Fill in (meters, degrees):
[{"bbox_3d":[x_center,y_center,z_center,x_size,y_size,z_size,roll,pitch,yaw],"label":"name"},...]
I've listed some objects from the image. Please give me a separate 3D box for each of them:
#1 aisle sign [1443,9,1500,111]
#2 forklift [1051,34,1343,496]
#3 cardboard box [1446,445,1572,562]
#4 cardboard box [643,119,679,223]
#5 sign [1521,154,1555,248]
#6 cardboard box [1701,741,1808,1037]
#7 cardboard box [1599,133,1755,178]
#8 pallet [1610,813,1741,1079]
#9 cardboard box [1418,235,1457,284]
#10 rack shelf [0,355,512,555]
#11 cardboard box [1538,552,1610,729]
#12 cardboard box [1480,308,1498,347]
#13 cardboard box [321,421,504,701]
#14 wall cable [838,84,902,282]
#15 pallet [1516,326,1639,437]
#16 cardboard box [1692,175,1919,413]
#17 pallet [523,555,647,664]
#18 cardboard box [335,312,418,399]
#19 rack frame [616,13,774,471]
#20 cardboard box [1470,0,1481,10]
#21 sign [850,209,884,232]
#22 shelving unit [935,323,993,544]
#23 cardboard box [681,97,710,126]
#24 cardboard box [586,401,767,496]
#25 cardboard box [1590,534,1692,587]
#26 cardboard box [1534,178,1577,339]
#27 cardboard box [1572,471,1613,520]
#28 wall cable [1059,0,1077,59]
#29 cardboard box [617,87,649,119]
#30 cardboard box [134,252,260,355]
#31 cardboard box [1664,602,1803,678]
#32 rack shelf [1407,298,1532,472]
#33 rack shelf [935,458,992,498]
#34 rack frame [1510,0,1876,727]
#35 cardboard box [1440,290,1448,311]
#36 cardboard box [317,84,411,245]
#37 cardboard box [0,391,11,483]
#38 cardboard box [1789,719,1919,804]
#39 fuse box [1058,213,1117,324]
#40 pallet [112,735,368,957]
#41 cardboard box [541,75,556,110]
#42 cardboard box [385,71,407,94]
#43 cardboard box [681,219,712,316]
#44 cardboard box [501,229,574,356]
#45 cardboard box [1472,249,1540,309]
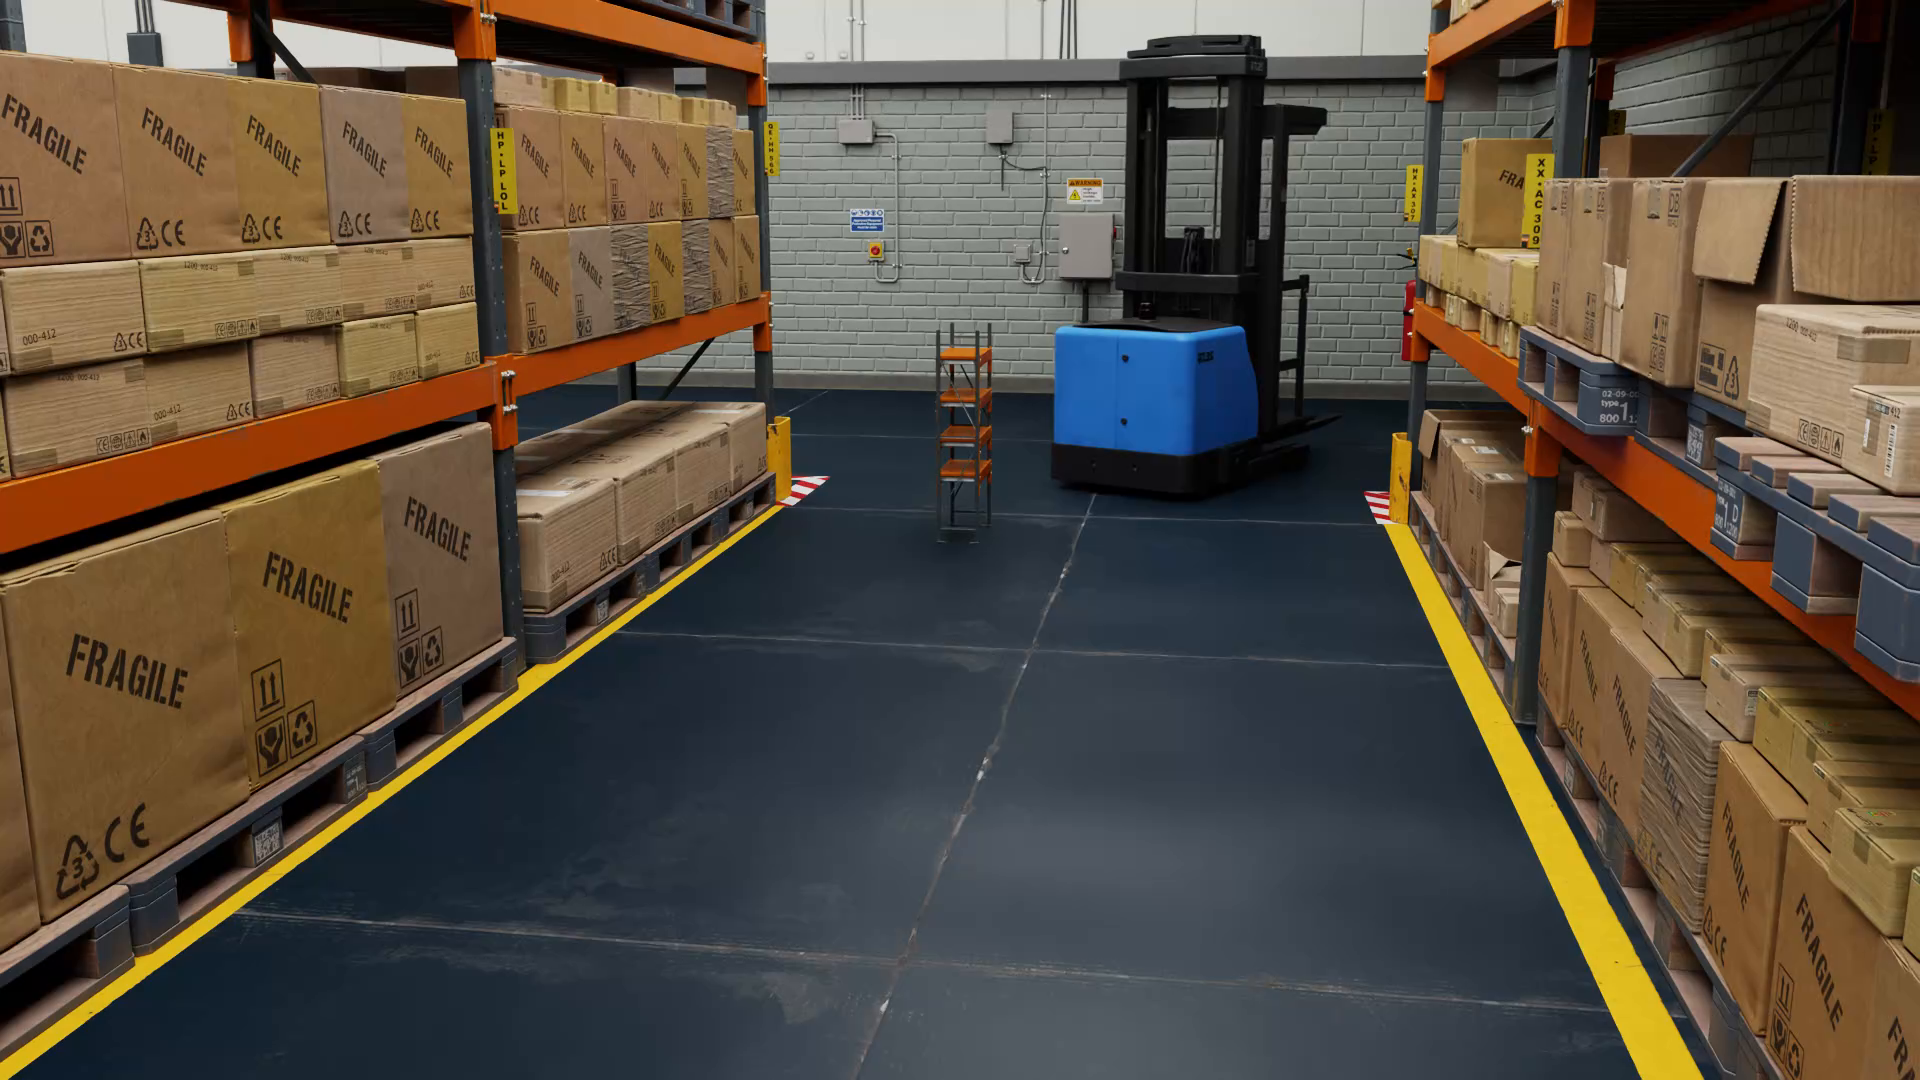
[{"bbox_3d":[2.925,-2.890,9.614,0.394,0.787,0.004,2,12,9],"label":"aisle sign"},{"bbox_3d":[1.856,-1.973,11.689,1.130,2.935,3.031,8,15,34],"label":"forklift"},{"bbox_3d":[2.667,-0.171,8.105,0.500,0.500,0.500,2,12,10],"label":"cardboard box"},{"bbox_3d":[-1.749,-1.868,8.431,0.500,0.500,0.500,2,12,8],"label":"cardboard box"},{"bbox_3d":[2.052,-1.202,5.897,0.100,0.325,0.005,2,12,9],"label":"sign"},{"bbox_3d":[1.992,0.778,3.698,0.500,0.500,0.500,2,12,11],"label":"cardboard box"},{"bbox_3d":[3.082,-1.503,7.218,0.500,0.500,0.500,2,12,7],"label":"cardboard box"},{"bbox_3d":[2.317,1.025,4.235,1.003,0.211,1.213,2,12,9],"label":"pallet"},{"bbox_3d":[2.869,-1.582,9.365,0.500,0.250,0.500,2,12,9],"label":"cardboard box"},{"bbox_3d":[-2.623,-0.155,4.801,1.077,0.370,4.000,2,12,9],"label":"rack shelf"},{"bbox_3d":[2.293,0.347,5.700,0.500,0.500,0.500,2,12,11],"label":"cardboard box"},{"bbox_3d":[2.503,-0.932,7.296,0.380,0.149,0.250,2,12,8],"label":"cardboard box"},{"bbox_3d":[-2.332,0.042,6.226,0.875,0.875,0.875,2,12,10],"label":"cardboard box"},{"bbox_3d":[-0.856,-3.442,15.860,0.585,1.953,0.123,2,12,9],"label":"wall cable"},{"bbox_3d":[2.359,-0.506,5.179,1.003,0.211,1.213,2,12,9],"label":"pallet"},{"bbox_3d":[2.043,-0.532,3.600,0.797,0.503,0.637,2,12,7],"label":"cardboard box"},{"bbox_3d":[-2.121,0.284,7.673,1.003,0.211,1.213,2,12,9],"label":"pallet"},{"bbox_3d":[-2.215,-0.642,5.710,0.500,0.250,0.500,2,12,8],"label":"cardboard box"},{"bbox_3d":[-1.700,-1.756,10.521,1.000,3.000,0.127,2,12,9],"label":"rack frame"},{"bbox_3d":[2.594,-2.564,7.749,0.380,0.149,0.250,2,12,9],"label":"cardboard box"},{"bbox_3d":[-0.894,-3.077,16.009,0.327,0.218,0.001,2,12,9],"label":"sign"},{"bbox_3d":[0.025,-0.621,9.527,0.258,1.200,0.503,2,12,9],"label":"shelving unit"},{"bbox_3d":[-1.609,-2.368,9.212,0.380,0.149,0.250,2,12,10],"label":"cardboard box"},{"bbox_3d":[-1.703,-0.568,10.094,0.875,0.438,0.875,1,12,7],"label":"cardboard box"},{"bbox_3d":[2.305,0.063,5.479,0.380,0.149,0.250,2,12,7],"label":"cardboard box"},{"bbox_3d":[2.294,-0.924,5.426,0.700,0.500,0.500,2,12,10],"label":"cardboard box"},{"bbox_3d":[2.332,-0.141,5.718,0.380,0.149,0.250,2,12,8],"label":"cardboard box"},{"bbox_3d":[2.386,-5.777,14.850,2.988,3.039,0.133,2,12,9],"label":"wall cable"},{"bbox_3d":[-1.758,-2.152,8.207,0.380,0.149,0.250,2,12,9],"label":"cardboard box"},{"bbox_3d":[-2.348,-0.675,4.675,0.500,0.250,0.500,2,12,10],"label":"cardboard box"},{"bbox_3d":[2.133,0.276,4.488,0.380,0.149,0.250,2,12,11],"label":"cardboard box"},{"bbox_3d":[2.897,-0.828,7.922,1.077,0.370,4.000,2,12,9],"label":"rack shelf"},{"bbox_3d":[0.025,-0.361,9.583,0.258,0.148,0.480,2,12,9],"label":"rack shelf"},{"bbox_3d":[2.590,-0.763,5.914,1.000,3.000,0.127,2,12,9],"label":"rack frame"},{"bbox_3d":[2.890,-1.359,9.275,0.380,0.149,0.250,2,12,10],"label":"cardboard box"},{"bbox_3d":[-2.208,-1.252,5.571,0.500,0.500,0.500,2,12,10],"label":"cardboard box"},{"bbox_3d":[-2.545,-0.218,3.742,0.500,0.250,0.500,2,12,7],"label":"cardboard box"},{"bbox_3d":[1.981,0.493,3.481,0.380,0.149,0.250,2,12,10],"label":"cardboard box"},{"bbox_3d":[1.197,-2.202,15.650,0.539,1.711,0.414,2,12,9],"label":"fuse box"},{"bbox_3d":[-2.545,0.858,5.012,1.003,0.211,1.213,2,12,9],"label":"pallet"},{"bbox_3d":[-1.989,-1.944,7.242,0.380,0.149,0.250,2,12,8],"label":"cardboard box"},{"bbox_3d":[-2.435,-1.904,7.056,0.380,0.149,0.250,2,12,10],"label":"cardboard box"},{"bbox_3d":[-1.674,-1.484,9.023,0.500,0.500,0.500,2,12,10],"label":"cardboard box"},{"bbox_3d":[-1.985,-1.061,7.060,0.500,0.500,0.500,2,12,11],"label":"cardboard box"},{"bbox_3d":[2.579,-1.157,7.393,0.500,0.250,0.500,2,12,8],"label":"cardboard box"}]
